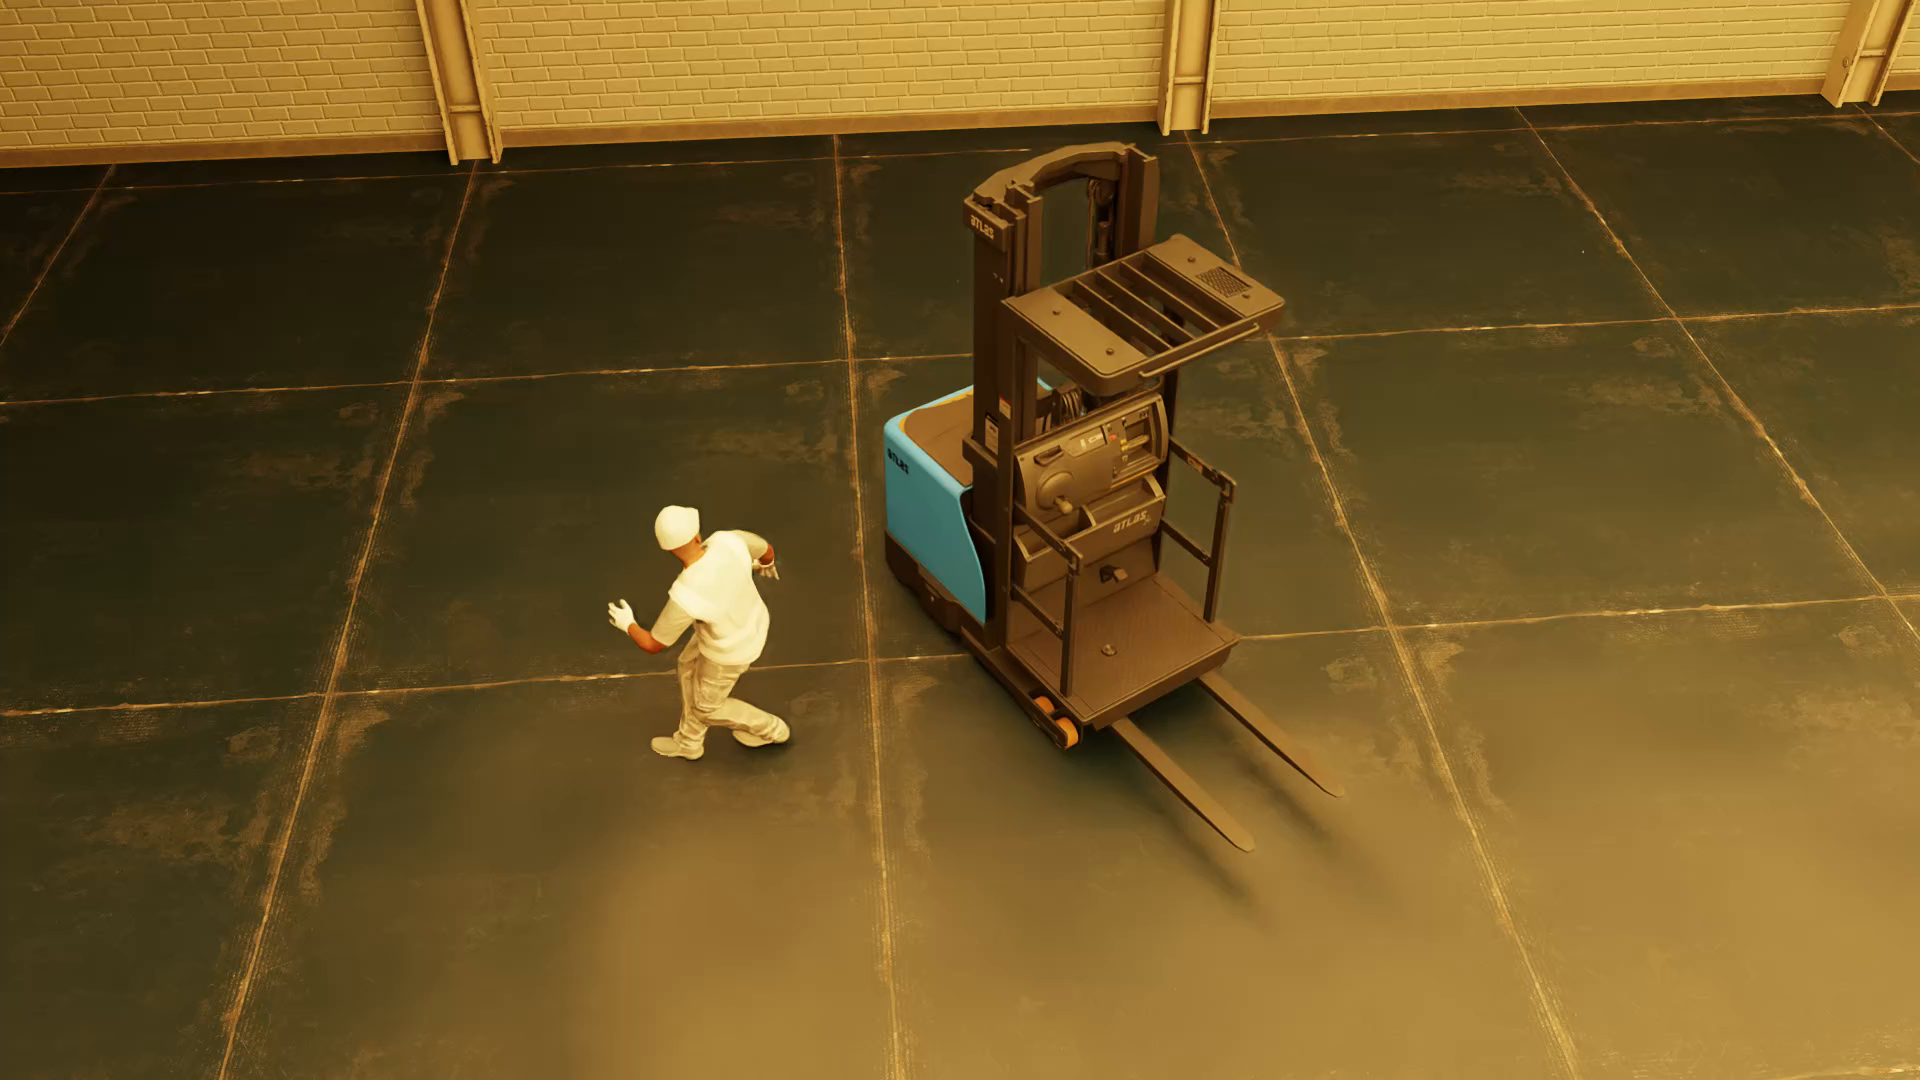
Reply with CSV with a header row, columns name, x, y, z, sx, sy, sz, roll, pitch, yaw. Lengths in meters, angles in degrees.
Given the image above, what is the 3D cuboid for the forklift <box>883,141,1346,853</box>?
name,x,y,z,sx,sy,sz,roll,pitch,yaw
forklift,0.807,-0.359,8.357,1.130,2.935,3.031,-24,46,-26

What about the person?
name,x,y,z,sx,sy,sz,roll,pitch,yaw
person,-1.319,0.409,8.469,0.854,1.646,0.874,7,41,8
